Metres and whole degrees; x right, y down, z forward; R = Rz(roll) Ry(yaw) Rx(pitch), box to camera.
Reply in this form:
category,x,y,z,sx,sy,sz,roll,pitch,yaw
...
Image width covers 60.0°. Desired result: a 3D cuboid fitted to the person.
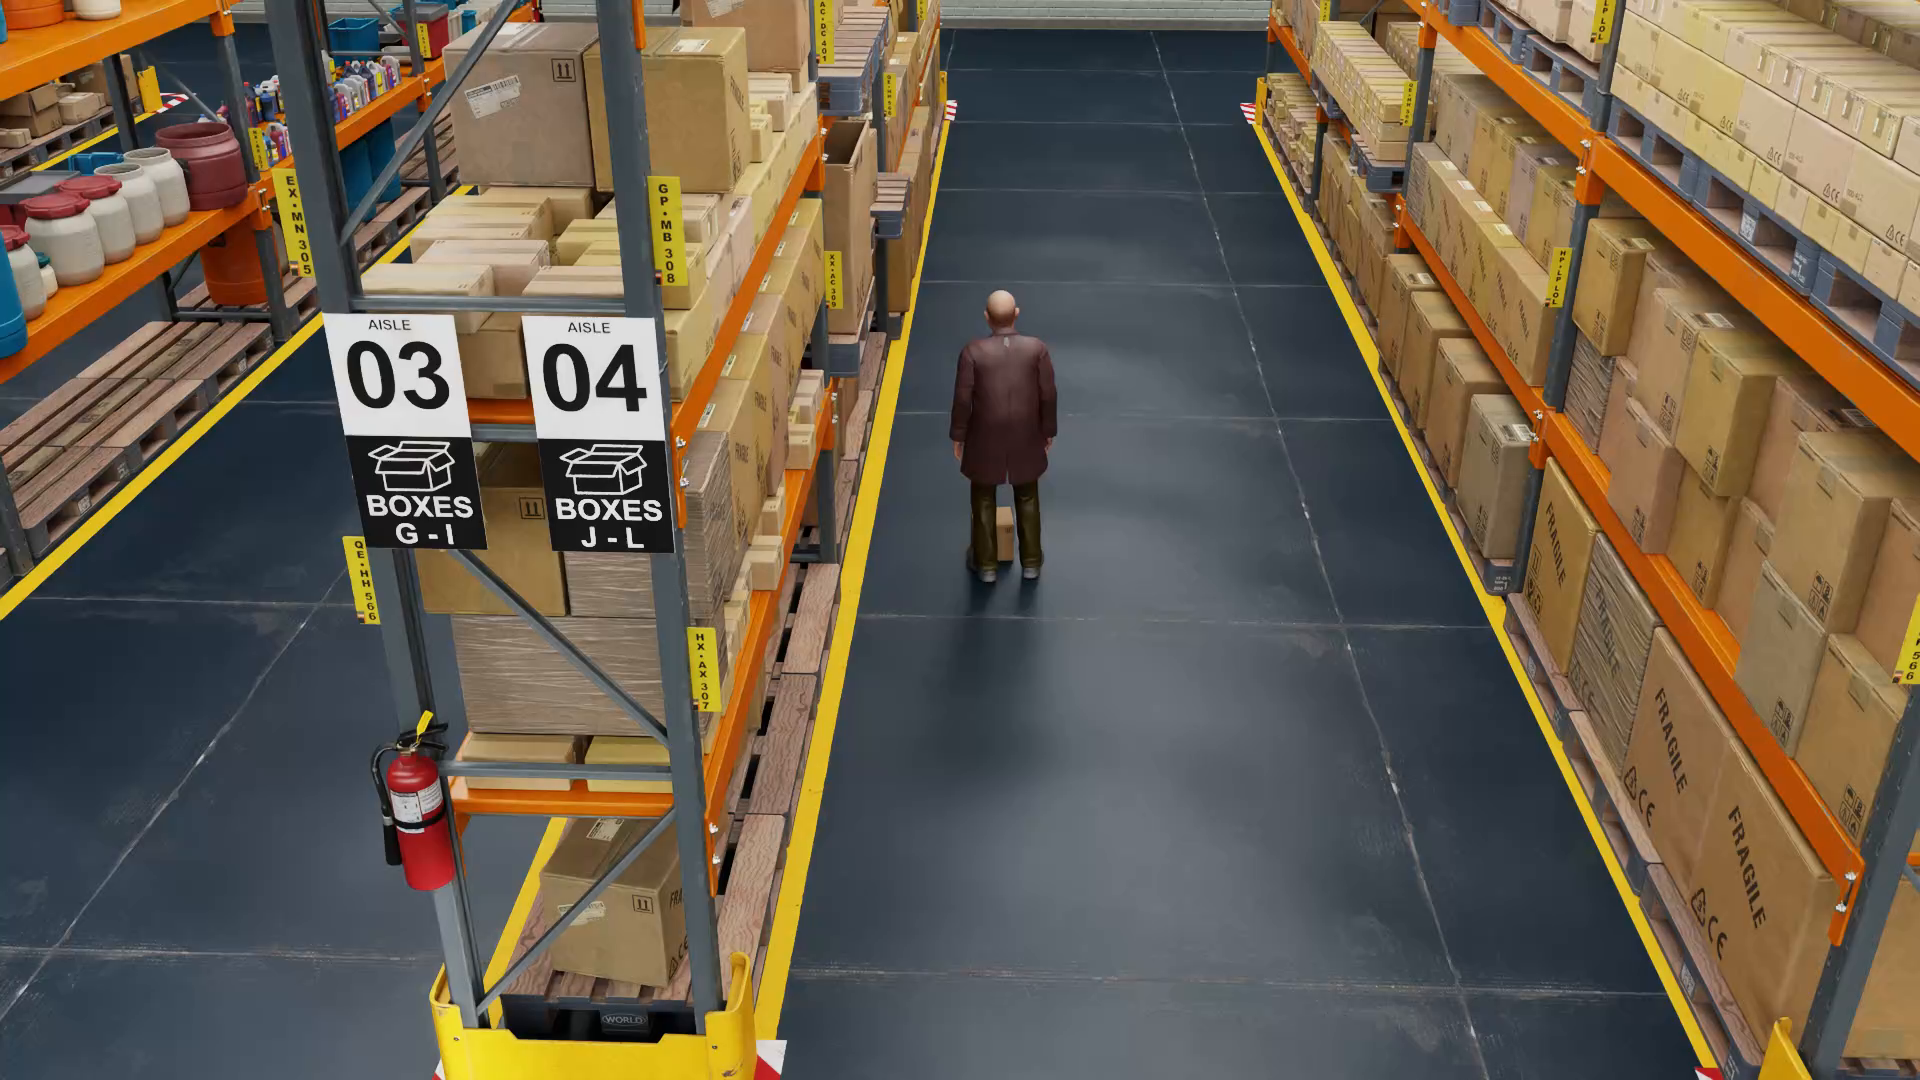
category,x,y,z,sx,sy,sz,roll,pitch,yaw
person,0.257,-0.551,9.816,0.642,1.656,0.426,-3,28,-6
